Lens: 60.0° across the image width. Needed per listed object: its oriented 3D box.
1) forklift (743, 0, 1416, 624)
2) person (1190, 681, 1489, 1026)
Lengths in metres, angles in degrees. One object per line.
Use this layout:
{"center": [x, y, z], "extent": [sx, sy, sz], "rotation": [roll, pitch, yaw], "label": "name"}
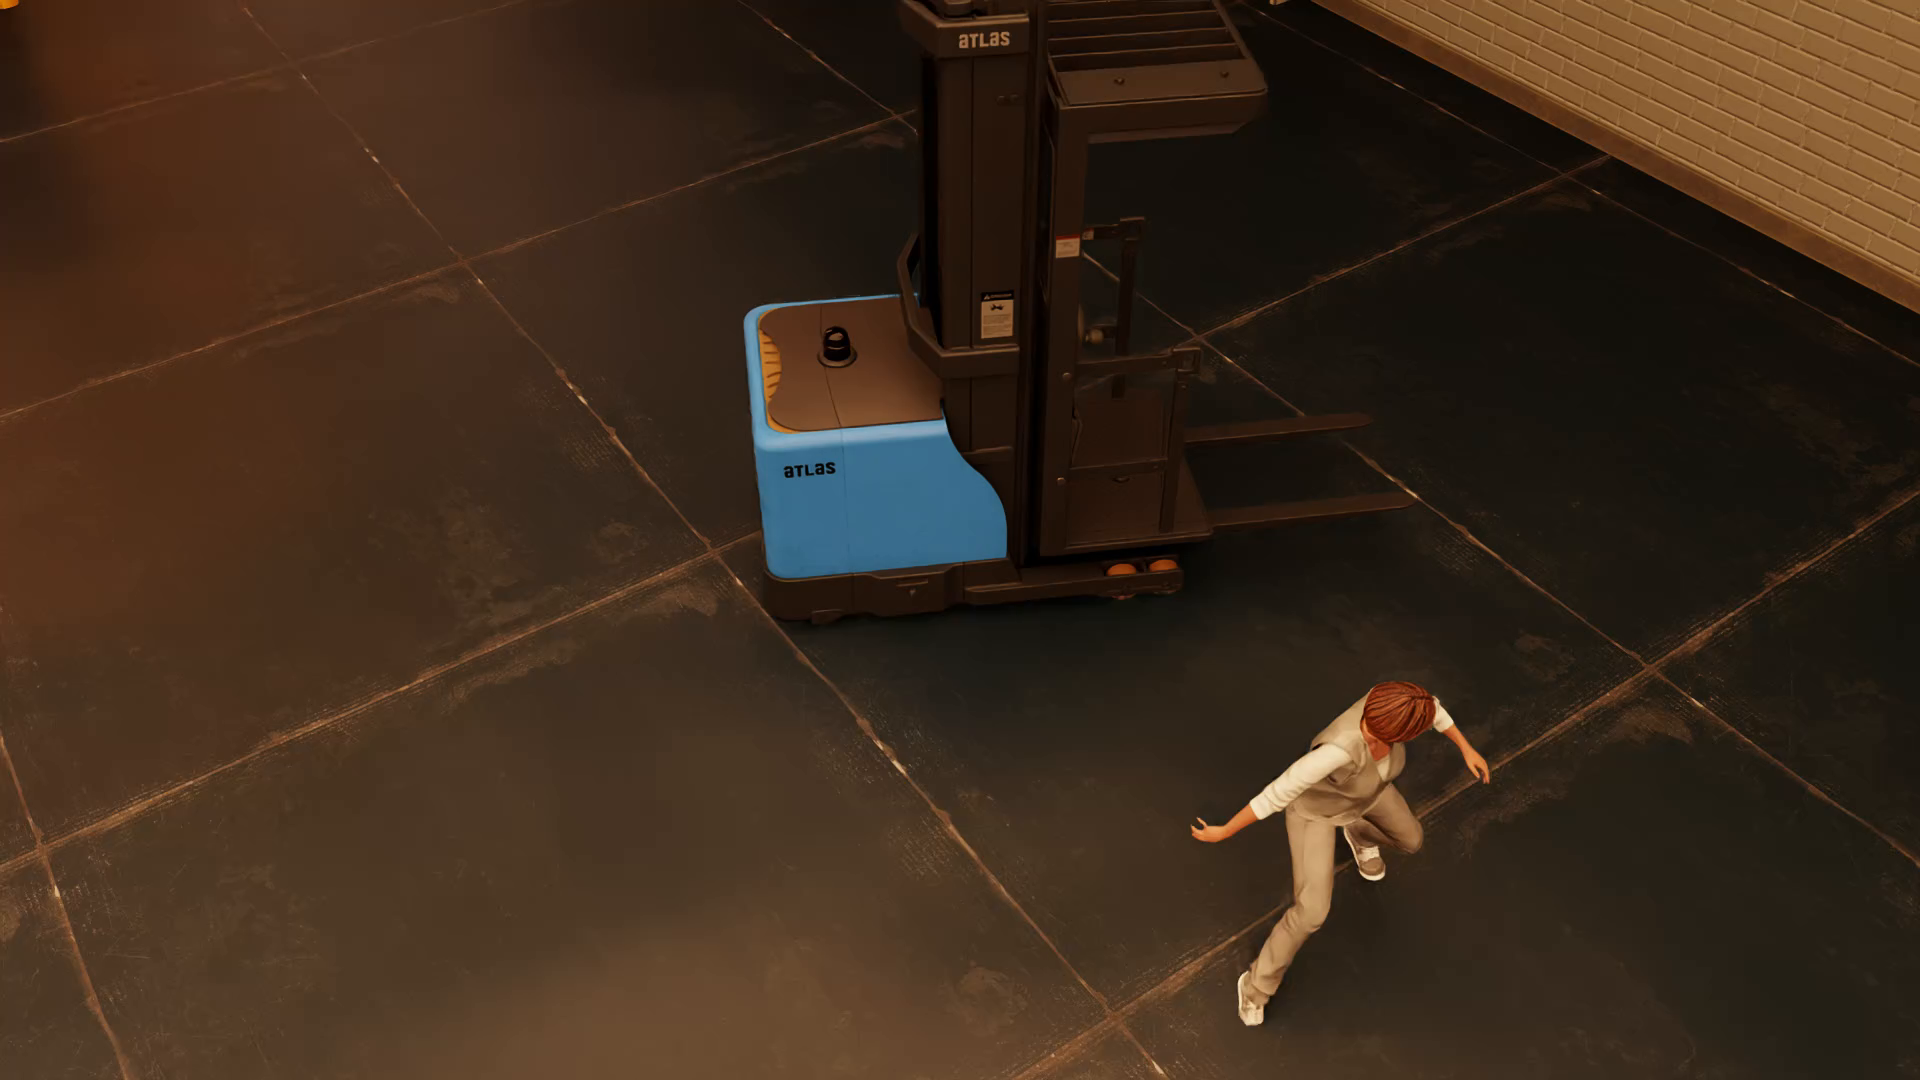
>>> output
{"center": [0.579, -1.160, 6.974], "extent": [3.031, 2.935, 1.130], "rotation": [-6, 43, -6], "label": "forklift"}
{"center": [1.308, 0.993, 5.808], "extent": [0.957, 1.520, 0.508], "rotation": [-25, 48, -24], "label": "person"}
